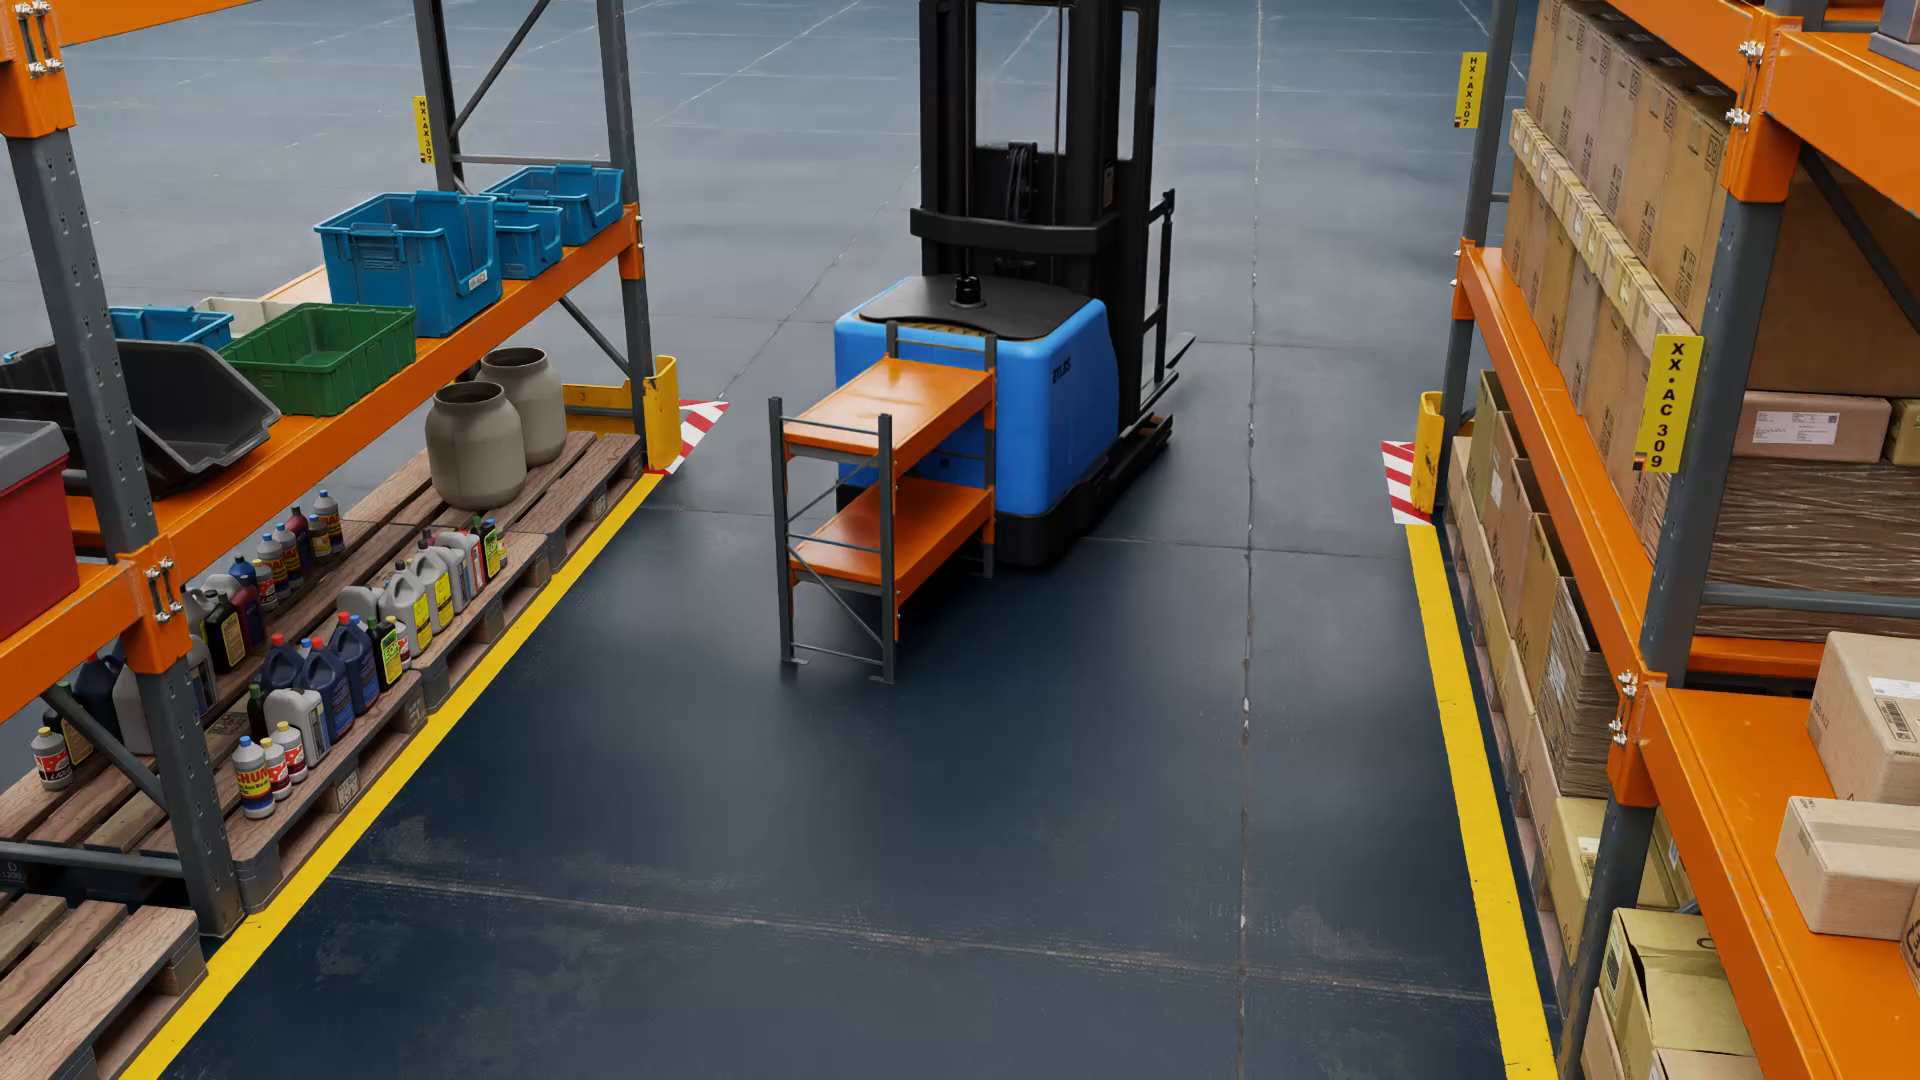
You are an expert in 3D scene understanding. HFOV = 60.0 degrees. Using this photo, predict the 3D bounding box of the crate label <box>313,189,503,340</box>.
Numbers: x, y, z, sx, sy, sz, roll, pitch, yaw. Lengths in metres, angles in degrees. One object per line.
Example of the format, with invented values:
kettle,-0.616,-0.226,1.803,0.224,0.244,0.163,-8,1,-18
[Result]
crate label,-2.124,-1.084,6.487,0.502,0.435,0.616,4,25,9

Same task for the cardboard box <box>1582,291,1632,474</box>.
cardboard box,2.374,-0.501,5.164,0.700,0.500,0.500,4,25,9

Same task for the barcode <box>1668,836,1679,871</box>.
barcode,1.690,0.737,3.935,0.001,0.075,0.075,4,25,9

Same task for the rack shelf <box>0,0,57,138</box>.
rack shelf,-3.071,-0.380,2.334,1.077,0.370,4.000,4,25,9

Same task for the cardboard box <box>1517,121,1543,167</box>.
cardboard box,2.479,-1.591,6.729,0.380,0.149,0.250,3,25,7

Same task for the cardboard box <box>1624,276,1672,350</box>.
cardboard box,2.100,-0.630,4.674,0.380,0.149,0.250,4,25,8

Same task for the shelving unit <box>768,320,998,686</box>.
shelving unit,-0.282,-0.184,6.815,0.538,1.125,1.048,10,27,21

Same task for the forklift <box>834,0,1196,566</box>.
forklift,0.479,-1.811,8.161,1.130,2.935,3.031,10,27,21

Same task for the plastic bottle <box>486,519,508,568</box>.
plastic bottle,-1.958,0.010,6.973,0.097,0.201,0.097,0,25,0

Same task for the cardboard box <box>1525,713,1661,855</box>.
cardboard box,2.094,0.798,5.254,0.500,0.250,0.500,4,25,9

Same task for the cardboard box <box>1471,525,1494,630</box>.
cardboard box,2.329,0.170,6.596,0.500,0.250,0.500,4,25,9

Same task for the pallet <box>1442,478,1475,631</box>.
pallet,2.712,0.073,7.344,1.003,0.211,1.213,4,25,9

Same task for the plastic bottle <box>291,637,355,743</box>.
plastic bottle,-2.203,0.508,5.733,0.144,0.351,0.185,5,25,10

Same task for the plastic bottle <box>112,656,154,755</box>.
plastic bottle,-2.781,0.537,5.670,0.144,0.351,0.185,4,25,9

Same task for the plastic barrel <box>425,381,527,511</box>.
plastic barrel,-2.204,-0.430,7.570,0.421,0.512,0.421,0,25,0

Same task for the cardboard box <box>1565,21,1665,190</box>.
cardboard box,2.536,-1.497,5.762,0.700,0.500,0.500,4,25,9

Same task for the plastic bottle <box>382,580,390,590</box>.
plastic bottle,-2.198,0.251,6.458,0.097,0.201,0.097,0,25,0

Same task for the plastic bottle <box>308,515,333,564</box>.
plastic bottle,-2.711,-0.009,7.012,0.097,0.201,0.097,0,25,0

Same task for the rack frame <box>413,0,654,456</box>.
rack frame,-2.090,-1.857,8.179,1.000,3.000,0.127,4,25,9

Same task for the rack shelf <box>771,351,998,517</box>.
rack shelf,-0.282,-0.449,6.691,0.538,0.278,1.000,10,27,21

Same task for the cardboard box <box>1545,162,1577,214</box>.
cardboard box,2.352,-1.270,6.042,0.380,0.149,0.250,3,25,7

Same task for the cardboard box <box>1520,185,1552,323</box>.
cardboard box,2.626,-1.143,6.536,0.700,0.500,0.500,5,25,10

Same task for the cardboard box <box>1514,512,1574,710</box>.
cardboard box,2.174,0.250,5.542,0.500,0.500,0.500,4,25,9

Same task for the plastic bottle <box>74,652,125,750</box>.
plastic bottle,-2.923,0.527,5.691,0.144,0.351,0.185,3,25,7

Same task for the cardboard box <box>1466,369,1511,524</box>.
cardboard box,2.409,-0.379,6.884,0.500,0.500,0.500,4,25,9

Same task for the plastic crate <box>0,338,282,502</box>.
plastic crate,-2.533,-0.366,5.067,0.767,0.338,0.504,4,25,9

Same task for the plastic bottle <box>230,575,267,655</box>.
plastic bottle,-2.703,0.282,6.295,0.061,0.283,0.133,4,25,9

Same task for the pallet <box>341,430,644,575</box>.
pallet,-2.194,-0.220,7.970,1.003,0.211,1.213,4,25,9

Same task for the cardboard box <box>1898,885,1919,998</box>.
cardboard box,1.914,0.656,2.693,0.500,0.500,0.500,6,26,12

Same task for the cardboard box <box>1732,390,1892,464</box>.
cardboard box,1.975,-0.307,3.984,0.380,0.149,0.250,4,25,8

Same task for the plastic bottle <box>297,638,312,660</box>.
plastic bottle,-2.298,0.475,5.897,0.097,0.271,0.097,0,25,0

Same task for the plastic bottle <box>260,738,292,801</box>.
plastic bottle,-2.243,0.739,5.415,0.097,0.201,0.097,0,25,0

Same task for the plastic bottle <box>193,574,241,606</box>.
plastic bottle,-2.808,0.278,6.312,0.152,0.276,0.135,4,25,9

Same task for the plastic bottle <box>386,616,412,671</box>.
plastic bottle,-2.102,0.380,6.183,0.097,0.201,0.097,0,25,0

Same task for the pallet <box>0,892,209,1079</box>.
pallet,-2.834,1.410,4.488,1.003,0.211,1.213,4,25,9

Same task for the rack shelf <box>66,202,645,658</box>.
rack shelf,-2.417,-0.695,6.544,1.077,0.370,4.000,4,25,9

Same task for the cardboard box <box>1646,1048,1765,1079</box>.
cardboard box,1.742,1.327,3.464,0.500,0.311,0.500,4,25,8

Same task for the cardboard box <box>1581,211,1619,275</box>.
cardboard box,2.225,-0.949,5.356,0.380,0.149,0.250,5,26,10

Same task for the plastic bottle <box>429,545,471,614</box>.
plastic bottle,-2.049,0.137,6.612,0.152,0.276,0.135,3,25,7

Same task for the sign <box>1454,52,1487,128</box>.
sign,2.249,-1.981,7.329,0.100,0.325,0.005,4,25,9

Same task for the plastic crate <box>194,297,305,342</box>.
plastic crate,-2.729,-0.761,6.149,0.530,0.136,0.437,4,25,9

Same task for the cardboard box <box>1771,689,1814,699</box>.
cardboard box,2.527,0.704,4.571,0.500,0.500,0.500,4,25,9

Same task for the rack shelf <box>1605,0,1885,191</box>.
rack shelf,2.469,-1.708,5.172,1.077,0.370,4.000,4,25,9

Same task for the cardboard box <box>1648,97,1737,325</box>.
cardboard box,2.290,-0.870,4.421,0.700,0.500,0.500,4,25,8

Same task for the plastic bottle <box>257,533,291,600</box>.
plastic bottle,-2.766,0.101,6.694,0.097,0.271,0.097,0,25,0
